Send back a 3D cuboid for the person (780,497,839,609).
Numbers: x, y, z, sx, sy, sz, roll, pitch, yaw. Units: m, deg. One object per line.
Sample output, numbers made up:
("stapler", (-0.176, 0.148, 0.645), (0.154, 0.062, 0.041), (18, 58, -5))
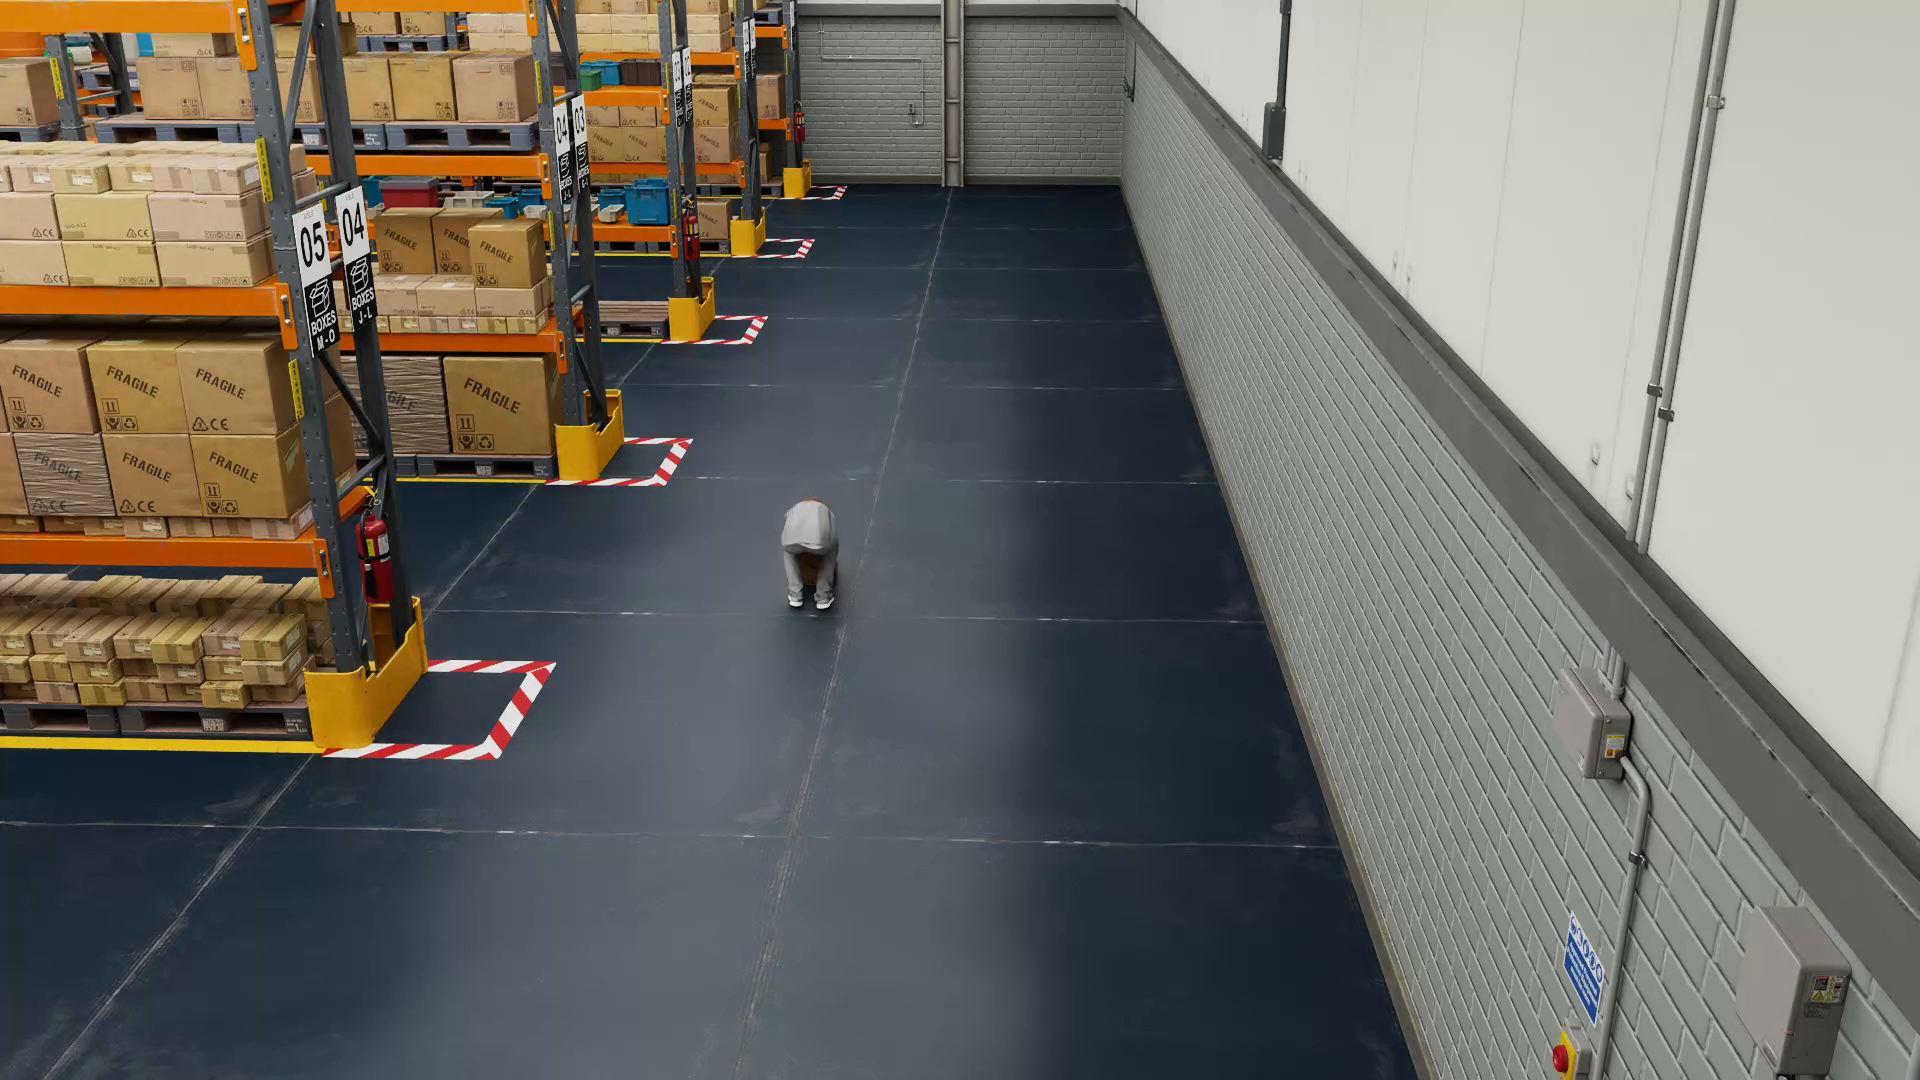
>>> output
("person", (-1.091, 0.091, 12.118), (0.422, 0.734, 0.871), (0, 21, 0))
